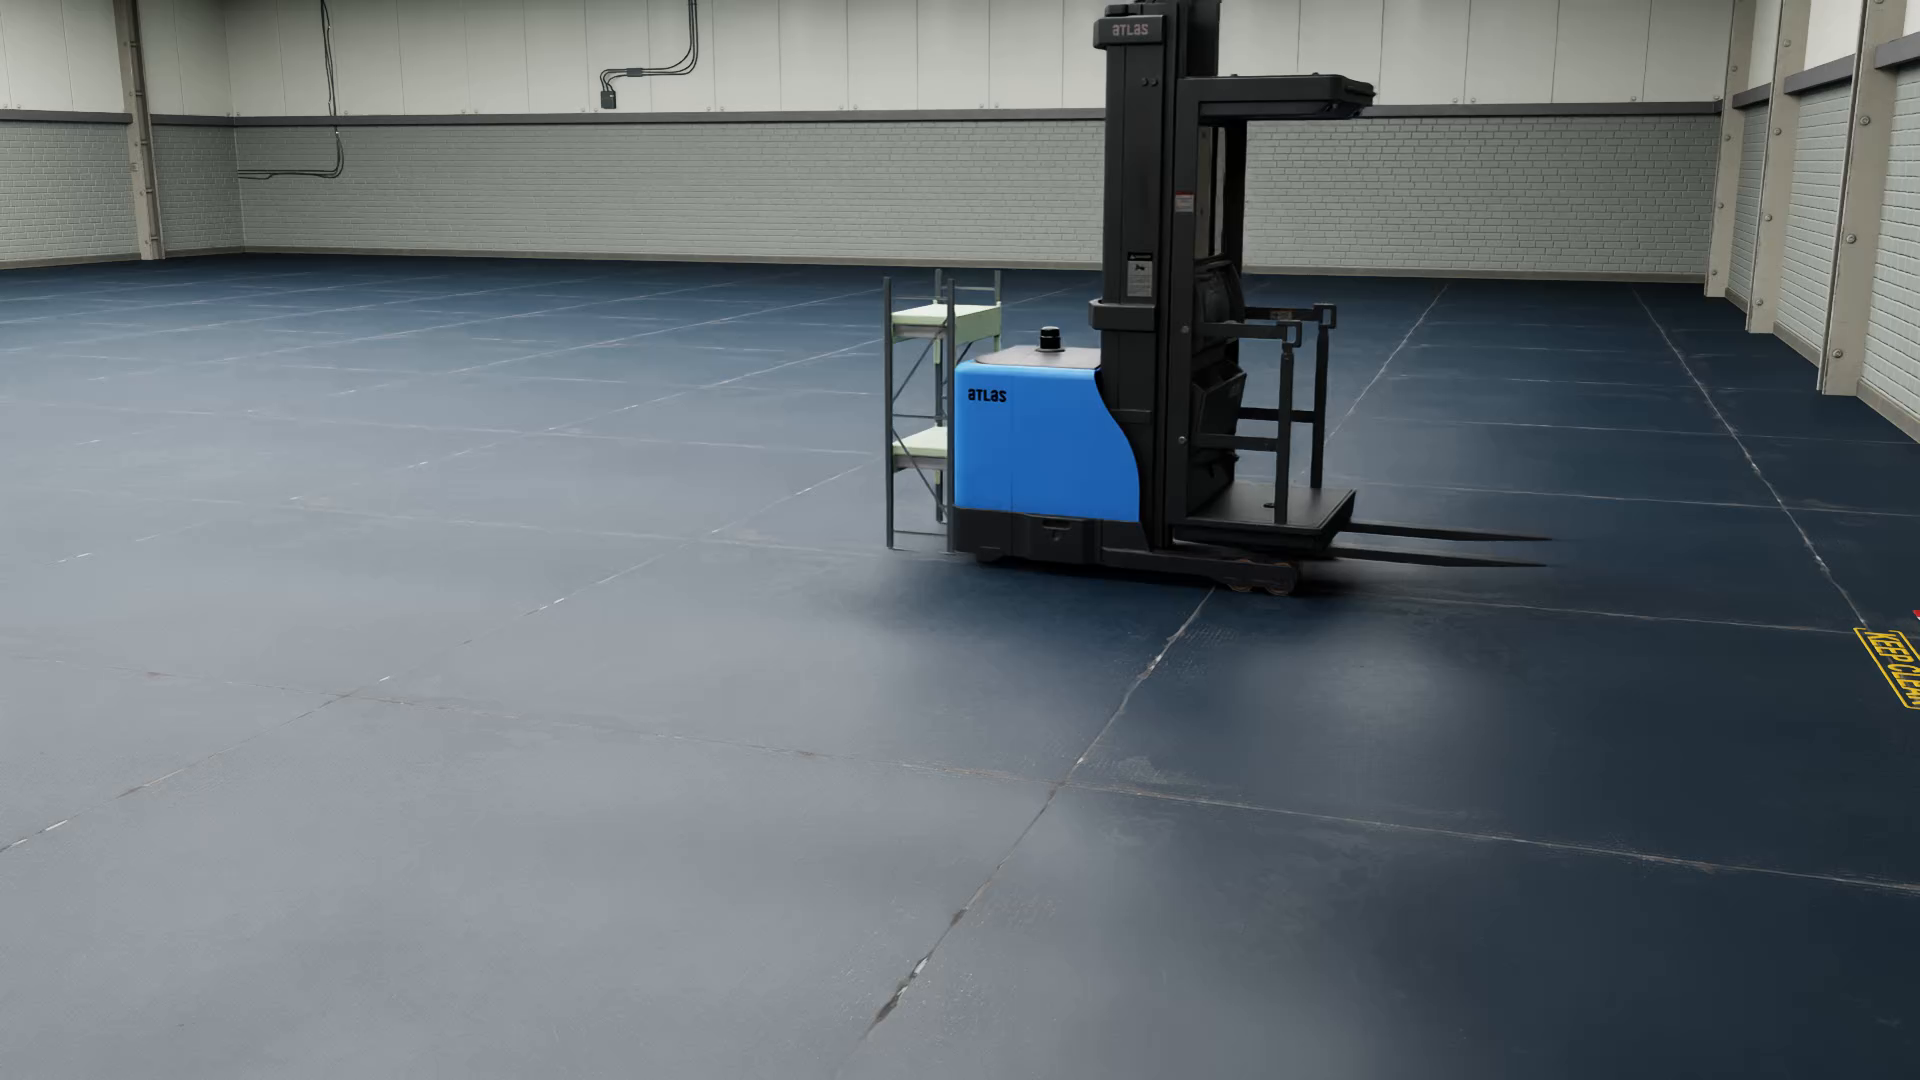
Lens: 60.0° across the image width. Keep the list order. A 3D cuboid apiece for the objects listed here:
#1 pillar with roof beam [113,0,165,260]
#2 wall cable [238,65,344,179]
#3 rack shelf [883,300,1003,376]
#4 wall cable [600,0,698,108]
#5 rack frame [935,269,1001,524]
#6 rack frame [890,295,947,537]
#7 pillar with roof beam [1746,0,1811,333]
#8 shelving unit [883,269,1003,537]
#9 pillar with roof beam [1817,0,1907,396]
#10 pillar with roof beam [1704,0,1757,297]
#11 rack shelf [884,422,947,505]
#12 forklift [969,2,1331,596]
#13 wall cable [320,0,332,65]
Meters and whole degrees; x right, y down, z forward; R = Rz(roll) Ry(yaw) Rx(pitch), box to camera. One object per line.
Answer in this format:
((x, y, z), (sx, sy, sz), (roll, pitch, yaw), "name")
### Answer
((-13.653, -10.249, 34.167), (9.100, 9.000, 0.400), (4, 14, 18), "pillar with roof beam")
((-15.522, -9.570, 38.171), (3.097, 2.526, 0.112), (4, 14, 18), "wall cable")
((-0.087, -1.123, 9.283), (0.431, 0.370, 0.720), (5, 14, 21), "rack shelf")
((-6.545, -12.055, 34.438), (2.305, 6.003, 0.169), (4, 14, 18), "wall cable")
((0.046, -0.818, 9.702), (0.400, 1.500, 0.023), (5, 14, 21), "rack frame")
((-0.221, -0.666, 9.037), (0.380, 1.308, 0.010), (5, 14, 21), "rack frame")
((6.064, -7.337, 21.412), (9.100, 9.000, 0.400), (4, 14, 18), "pillar with roof beam")
((-0.086, -0.743, 9.372), (0.431, 1.500, 0.748), (5, 14, 21), "shelving unit")
((4.123, -6.074, 15.877), (9.100, 9.000, 0.400), (4, 14, 18), "pillar with roof beam")
((8.005, -8.601, 26.946), (9.100, 9.000, 0.400), (4, 14, 18), "pillar with roof beam")
((-0.087, -0.424, 9.442), (0.431, 0.370, 0.720), (5, 14, 21), "rack shelf")
((-10.251, -0.987, 7.367), (21.805, 2.867, 12.119), (5, 14, 21), "forklift")
((-12.963, -11.837, 36.756), (3.097, 2.526, 0.112), (4, 14, 18), "wall cable")
